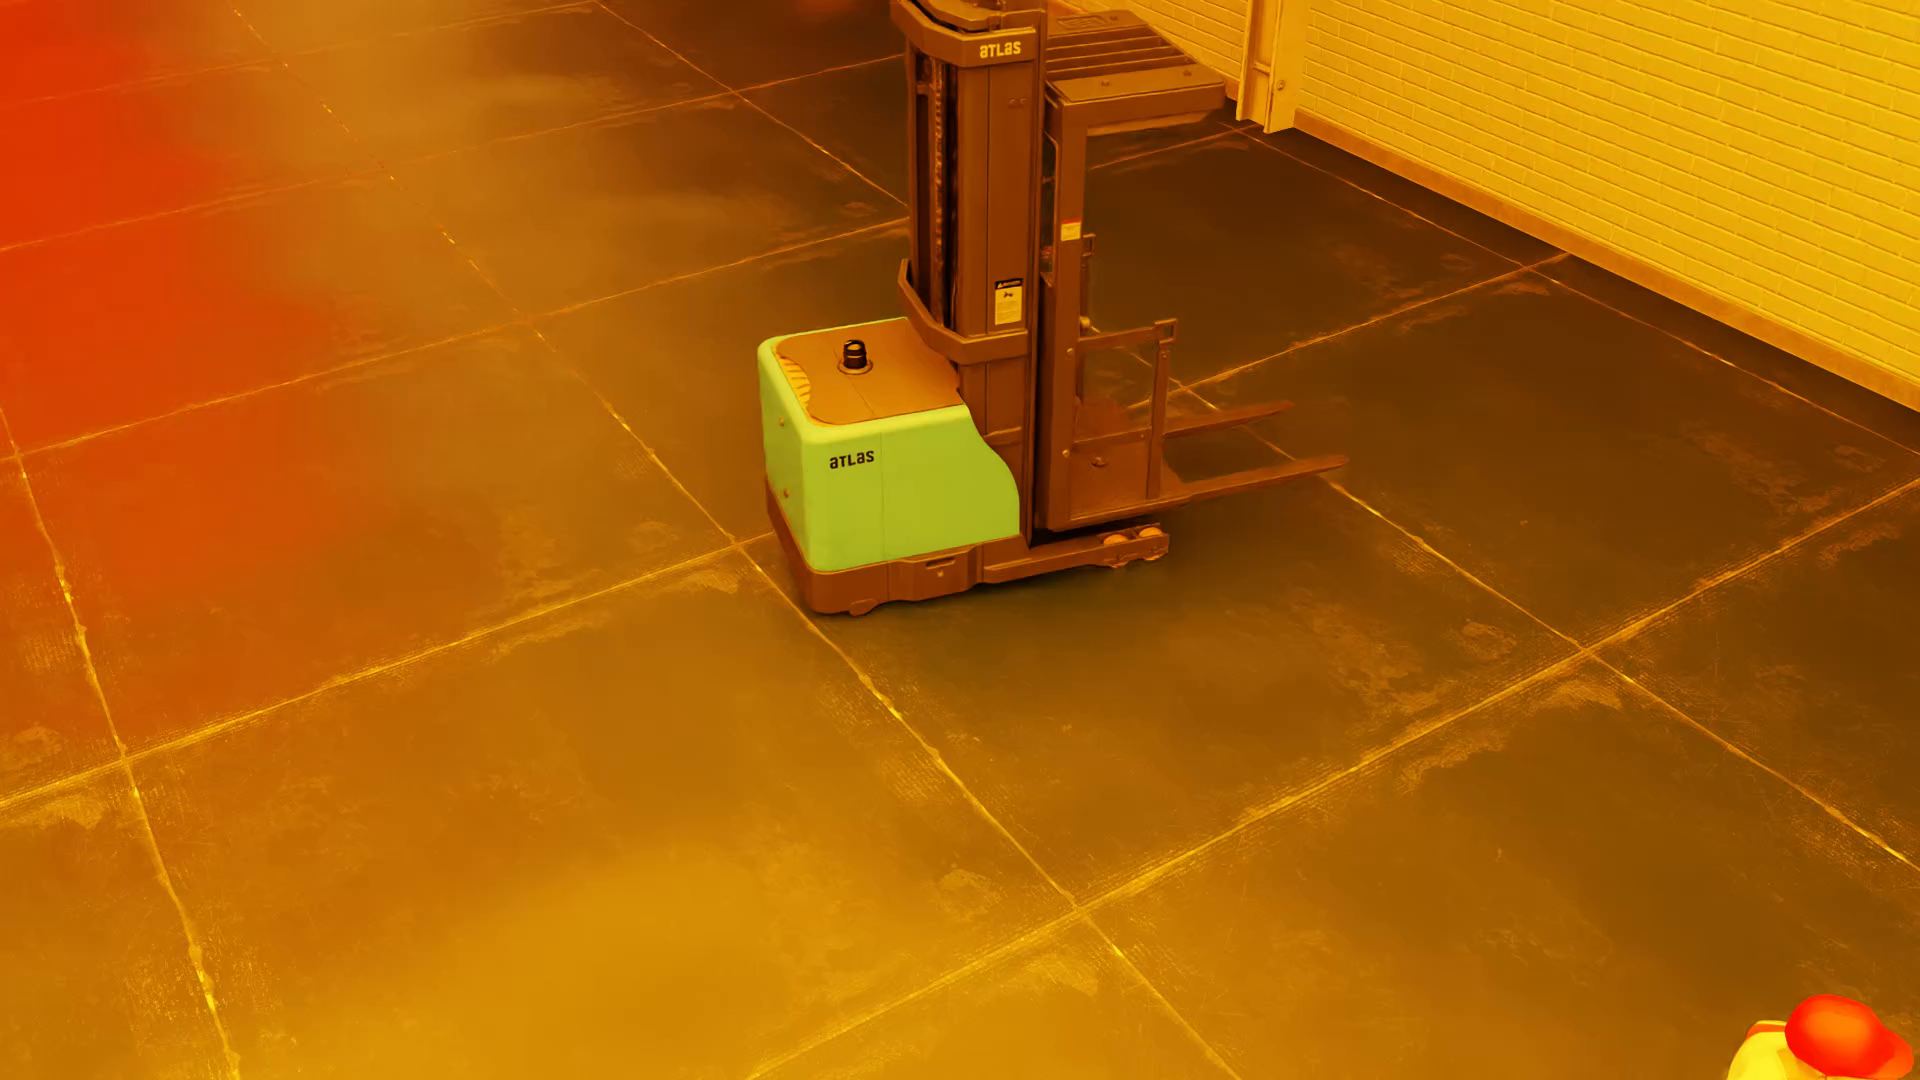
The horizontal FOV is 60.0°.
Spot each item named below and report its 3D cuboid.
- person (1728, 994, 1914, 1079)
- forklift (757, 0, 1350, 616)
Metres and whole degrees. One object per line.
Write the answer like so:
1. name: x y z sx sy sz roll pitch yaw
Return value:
1. person: 2.181 1.885 4.533 0.537 1.826 0.640 19 39 25
2. forklift: 0.552 -1.335 8.048 3.031 2.935 1.130 -11 37 -16
